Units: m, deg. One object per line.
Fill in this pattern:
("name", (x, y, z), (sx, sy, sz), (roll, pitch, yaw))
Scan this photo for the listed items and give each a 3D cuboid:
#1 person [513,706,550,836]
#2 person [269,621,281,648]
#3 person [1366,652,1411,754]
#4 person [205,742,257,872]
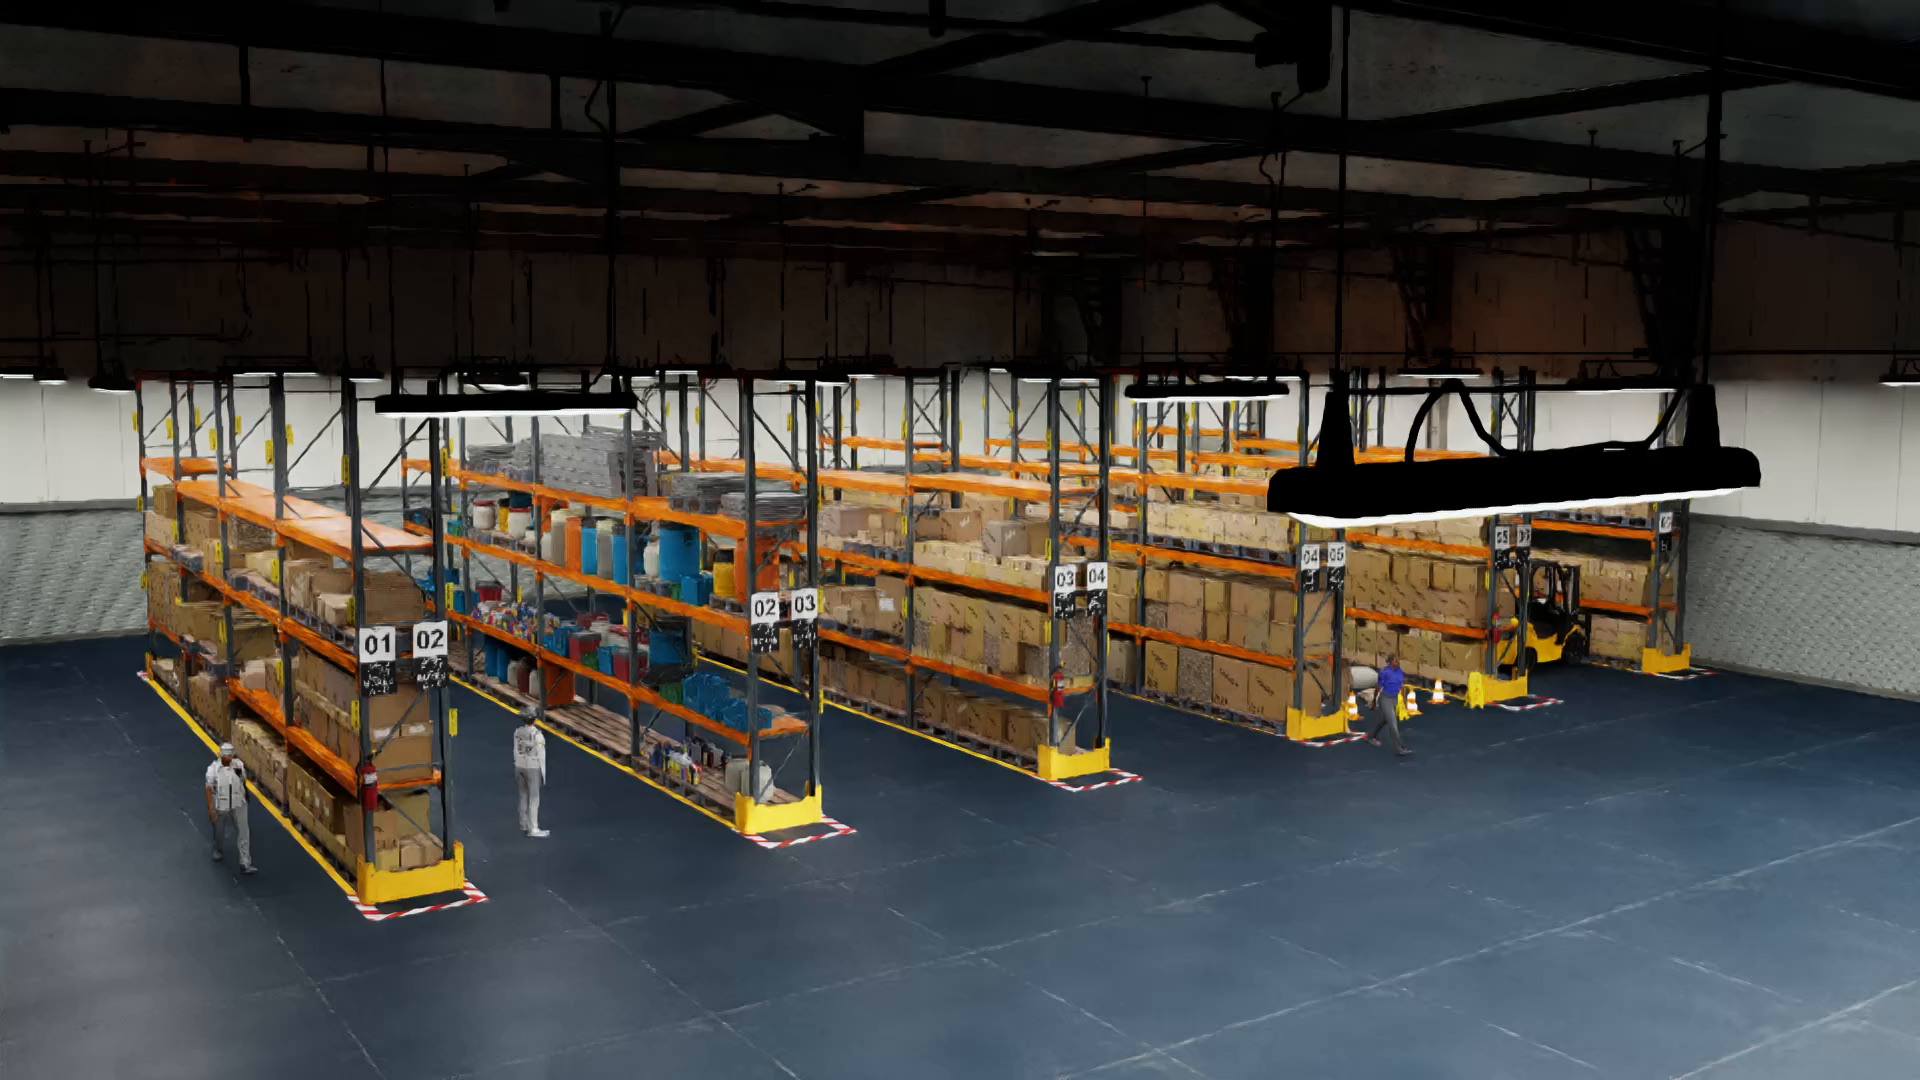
("person", (-5.623, 3.028, 21.851), (0.553, 1.672, 0.433), (3, 7, 28))
("person", (-13.359, 1.784, 32.461), (0.480, 1.768, 0.650), (-4, 7, -29))
("person", (6.849, 2.551, 26.440), (0.461, 1.596, 0.999), (-4, 8, -35))
("person", (-8.974, 3.236, 20.381), (0.497, 1.583, 1.090), (-4, 8, -31))
